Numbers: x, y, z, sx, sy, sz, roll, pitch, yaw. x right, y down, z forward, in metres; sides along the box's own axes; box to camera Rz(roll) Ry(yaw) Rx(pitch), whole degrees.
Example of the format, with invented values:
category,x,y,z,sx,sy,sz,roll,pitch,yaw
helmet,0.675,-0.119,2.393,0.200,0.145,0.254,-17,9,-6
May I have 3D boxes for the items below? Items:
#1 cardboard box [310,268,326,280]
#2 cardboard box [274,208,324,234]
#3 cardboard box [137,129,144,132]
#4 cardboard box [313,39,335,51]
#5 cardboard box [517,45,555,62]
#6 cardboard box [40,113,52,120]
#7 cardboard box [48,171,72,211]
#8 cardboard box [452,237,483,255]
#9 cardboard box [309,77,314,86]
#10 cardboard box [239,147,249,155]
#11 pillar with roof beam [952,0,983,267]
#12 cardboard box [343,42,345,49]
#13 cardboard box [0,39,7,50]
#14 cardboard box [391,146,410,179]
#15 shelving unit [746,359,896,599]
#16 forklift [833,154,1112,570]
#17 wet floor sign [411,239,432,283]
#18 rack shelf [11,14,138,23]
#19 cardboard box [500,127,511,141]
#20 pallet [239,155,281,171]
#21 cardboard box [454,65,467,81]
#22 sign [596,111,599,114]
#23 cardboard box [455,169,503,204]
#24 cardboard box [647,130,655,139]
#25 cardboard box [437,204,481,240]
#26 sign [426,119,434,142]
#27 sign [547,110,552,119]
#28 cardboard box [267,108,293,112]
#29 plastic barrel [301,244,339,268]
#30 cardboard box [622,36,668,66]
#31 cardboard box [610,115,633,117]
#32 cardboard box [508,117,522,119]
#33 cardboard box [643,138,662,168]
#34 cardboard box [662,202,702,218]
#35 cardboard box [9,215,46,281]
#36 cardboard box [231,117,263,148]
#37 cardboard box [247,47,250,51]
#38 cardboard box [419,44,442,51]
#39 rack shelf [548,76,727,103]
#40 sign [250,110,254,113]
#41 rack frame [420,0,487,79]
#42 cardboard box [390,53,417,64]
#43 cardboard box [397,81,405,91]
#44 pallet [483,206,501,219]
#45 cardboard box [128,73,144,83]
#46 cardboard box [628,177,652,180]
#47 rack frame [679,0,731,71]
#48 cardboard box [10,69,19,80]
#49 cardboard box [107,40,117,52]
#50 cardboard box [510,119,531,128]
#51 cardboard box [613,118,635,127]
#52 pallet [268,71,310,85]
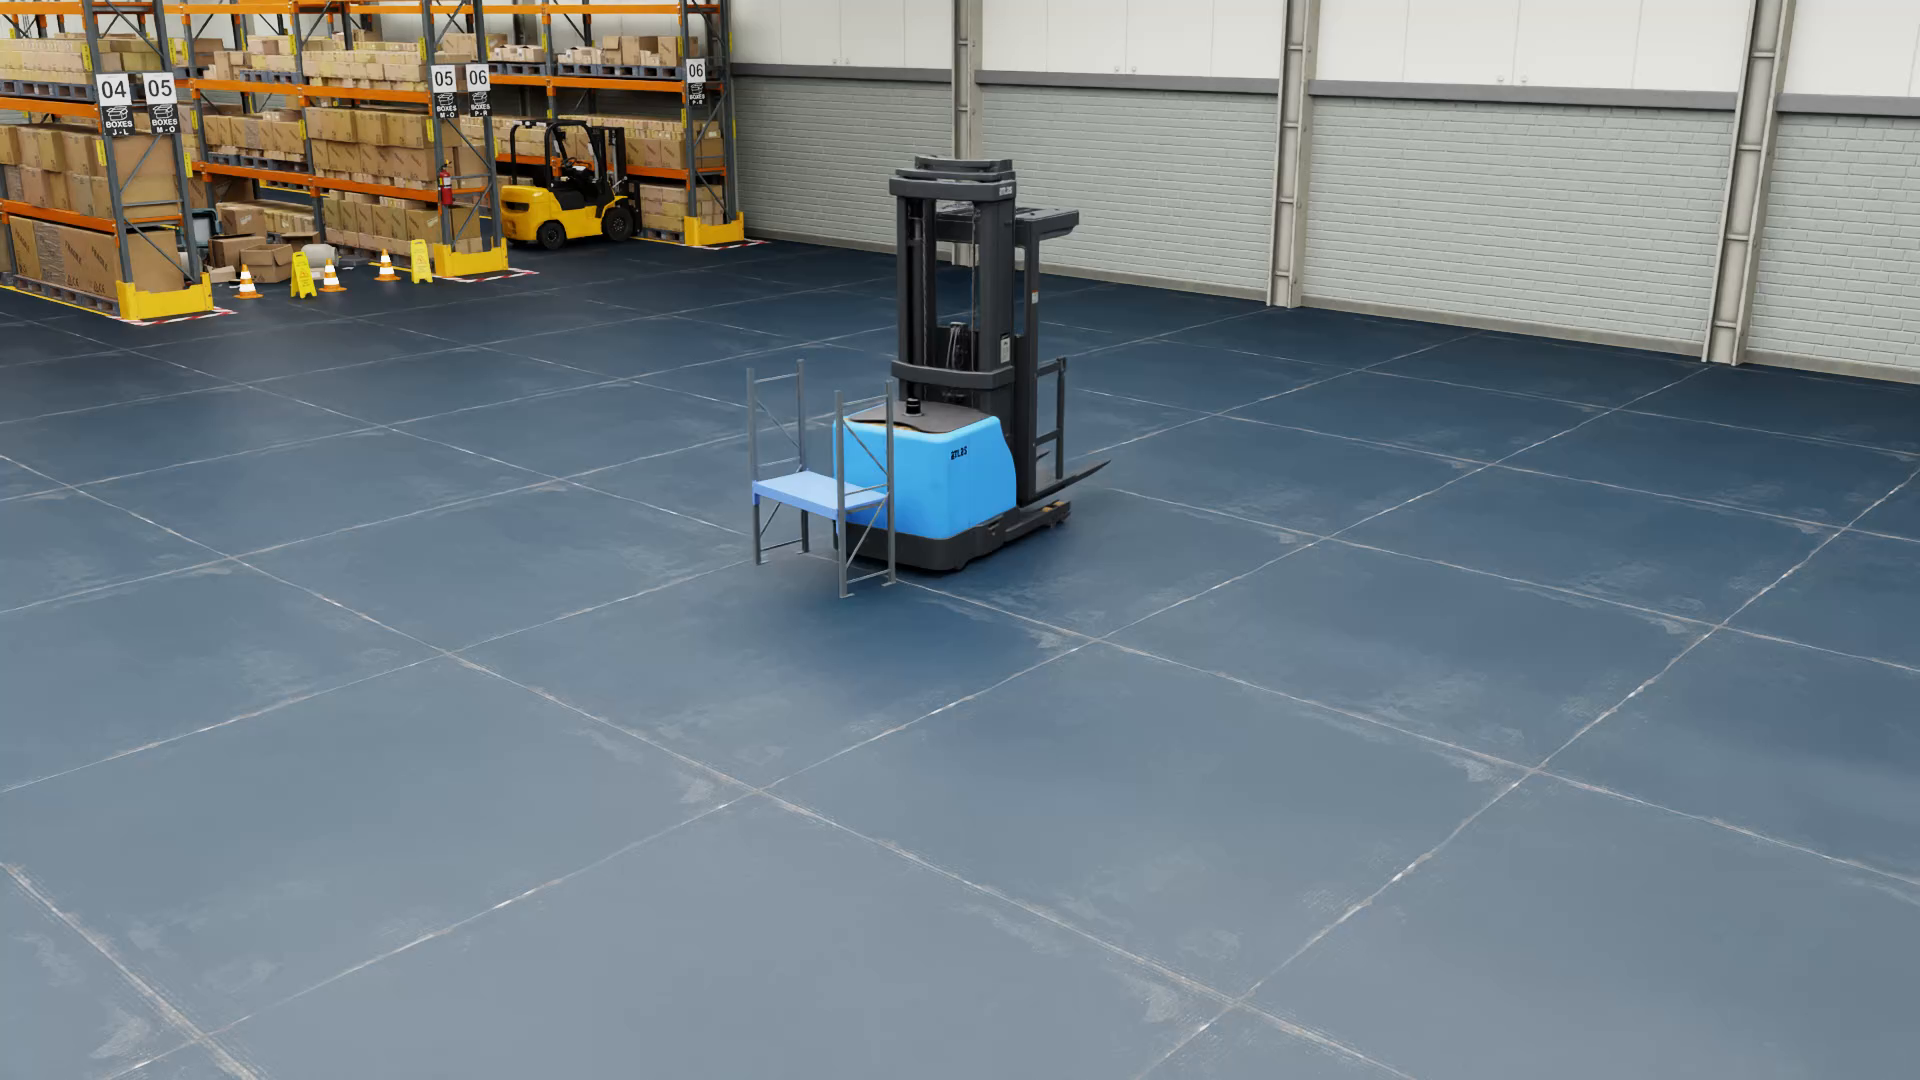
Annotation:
category,x,y,z,sx,sy,sz,roll,pitch,yaw
cardboard box,-10.065,-4.150,25.942,0.380,0.149,0.250,-6,18,-18
cardboard box,-11.671,-5.702,29.769,0.950,0.372,0.625,-17,24,-42
cardboard box,-15.810,-7.921,32.534,0.500,0.250,0.500,15,23,40
cardboard box,-11.287,-8.608,29.046,0.500,0.250,0.500,14,23,38
cardboard box,-8.148,-9.355,31.959,0.500,0.311,0.500,14,22,38
cardboard box,-19.151,-9.177,35.250,0.500,0.500,0.500,14,23,38
cardboard box,-12.448,-5.042,23.791,0.500,0.550,0.875,15,23,39
cardboard box,-8.165,-4.817,27.182,0.500,0.250,0.500,15,23,39
cardboard box,-10.665,-7.697,27.861,0.250,0.149,0.380,15,23,38
cardboard box,-12.821,-7.062,30.125,0.380,0.149,0.250,-17,24,-42
pillar with roof beam,-2.745,-7.851,22.973,0.400,9.000,9.100,15,23,39
cardboard box,-13.088,-10.678,35.905,0.250,0.149,0.380,14,23,38
cardboard box,-13.329,-7.001,23.491,0.250,0.149,0.380,15,23,38
cardboard box,-8.705,-6.040,26.529,0.500,0.500,0.500,15,23,39
shelving unit,-1.011,-0.465,12.096,0.538,1.500,1.048,-16,24,-41
forklift,0.246,-1.564,13.195,1.130,2.935,3.031,11,21,31
wet floor sign,-8.313,-4.300,25.595,0.267,0.644,0.232,-9,20,-27
rack shelf,-18.216,-10.840,34.241,4.000,0.370,1.077,15,23,39
cardboard box,-8.750,-8.043,32.917,0.500,0.250,0.500,16,23,40
pallet,-12.221,-6.829,29.989,1.213,0.211,1.003,15,23,39
cardboard box,-7.944,-7.364,26.154,0.500,0.250,0.500,15,23,38
sign,-7.077,-8.206,32.447,0.005,0.325,0.100,15,23,39
cardboard box,-9.979,-7.373,34.616,0.625,0.625,0.875,16,24,41
cardboard box,-5.440,-7.352,30.082,0.250,0.149,0.380,15,23,39
cardboard box,-8.183,-5.179,27.083,0.500,0.500,0.500,14,22,37
sign,-8.128,-6.284,25.516,0.005,0.325,0.100,15,23,39
sign,-7.798,-8.019,31.637,0.005,0.325,0.100,15,23,39
cardboard box,-12.317,-7.743,30.128,0.250,0.149,0.380,14,22,37
plastic barrel,-10.295,-4.547,26.739,0.512,0.421,0.421,-3,18,-8
cardboard box,-5.645,-8.814,29.941,0.500,0.500,0.700,15,23,40
cardboard box,-6.410,-7.987,31.589,0.250,0.149,0.380,14,23,38
cardboard box,-8.898,-8.466,33.592,0.250,0.149,0.380,16,24,41
cardboard box,-5.377,-7.020,30.107,0.500,0.500,0.500,16,24,41
cardboard box,-5.024,-5.981,30.025,0.500,0.250,0.500,15,23,39
cardboard box,-13.523,-4.411,24.870,0.875,0.875,0.875,15,23,40
cardboard box,-12.749,-7.348,29.954,0.500,0.500,0.500,16,23,40
cardboard box,-16.269,-11.388,38.834,0.500,0.250,0.500,15,23,39
cardboard box,-10.890,-10.125,34.195,0.250,0.149,0.380,16,24,41
rack shelf,-5.949,-8.315,30.583,4.000,0.370,1.077,15,23,39
sign,-13.375,-7.948,31.413,0.005,0.325,0.100,15,23,39
rack frame,-7.745,-8.562,25.214,0.127,3.000,1.000,15,23,39
cardboard box,-8.720,-7.564,26.125,0.250,0.149,0.380,15,23,40
cardboard box,-8.581,-7.125,26.059,0.250,0.149,0.380,16,24,41
pallet,-8.938,-6.685,33.825,1.213,0.211,1.003,15,23,39
cardboard box,-10.999,-6.262,22.480,0.250,0.149,0.380,15,23,40
cardboard box,-6.190,-6.738,31.582,0.500,0.250,0.500,15,23,40
rack frame,-4.453,-9.686,28.755,0.127,3.000,1.000,15,23,39
cardboard box,-13.138,-6.570,23.450,0.250,0.149,0.380,15,23,38
cardboard box,-11.372,-6.741,22.673,0.250,0.149,0.380,15,23,39
cardboard box,-8.640,-8.203,32.763,0.250,0.149,0.380,14,23,38
cardboard box,-6.189,-7.710,30.719,0.250,0.149,0.380,15,23,39
pallet,-11.128,-7.994,28.694,1.003,0.211,1.213,15,23,39
